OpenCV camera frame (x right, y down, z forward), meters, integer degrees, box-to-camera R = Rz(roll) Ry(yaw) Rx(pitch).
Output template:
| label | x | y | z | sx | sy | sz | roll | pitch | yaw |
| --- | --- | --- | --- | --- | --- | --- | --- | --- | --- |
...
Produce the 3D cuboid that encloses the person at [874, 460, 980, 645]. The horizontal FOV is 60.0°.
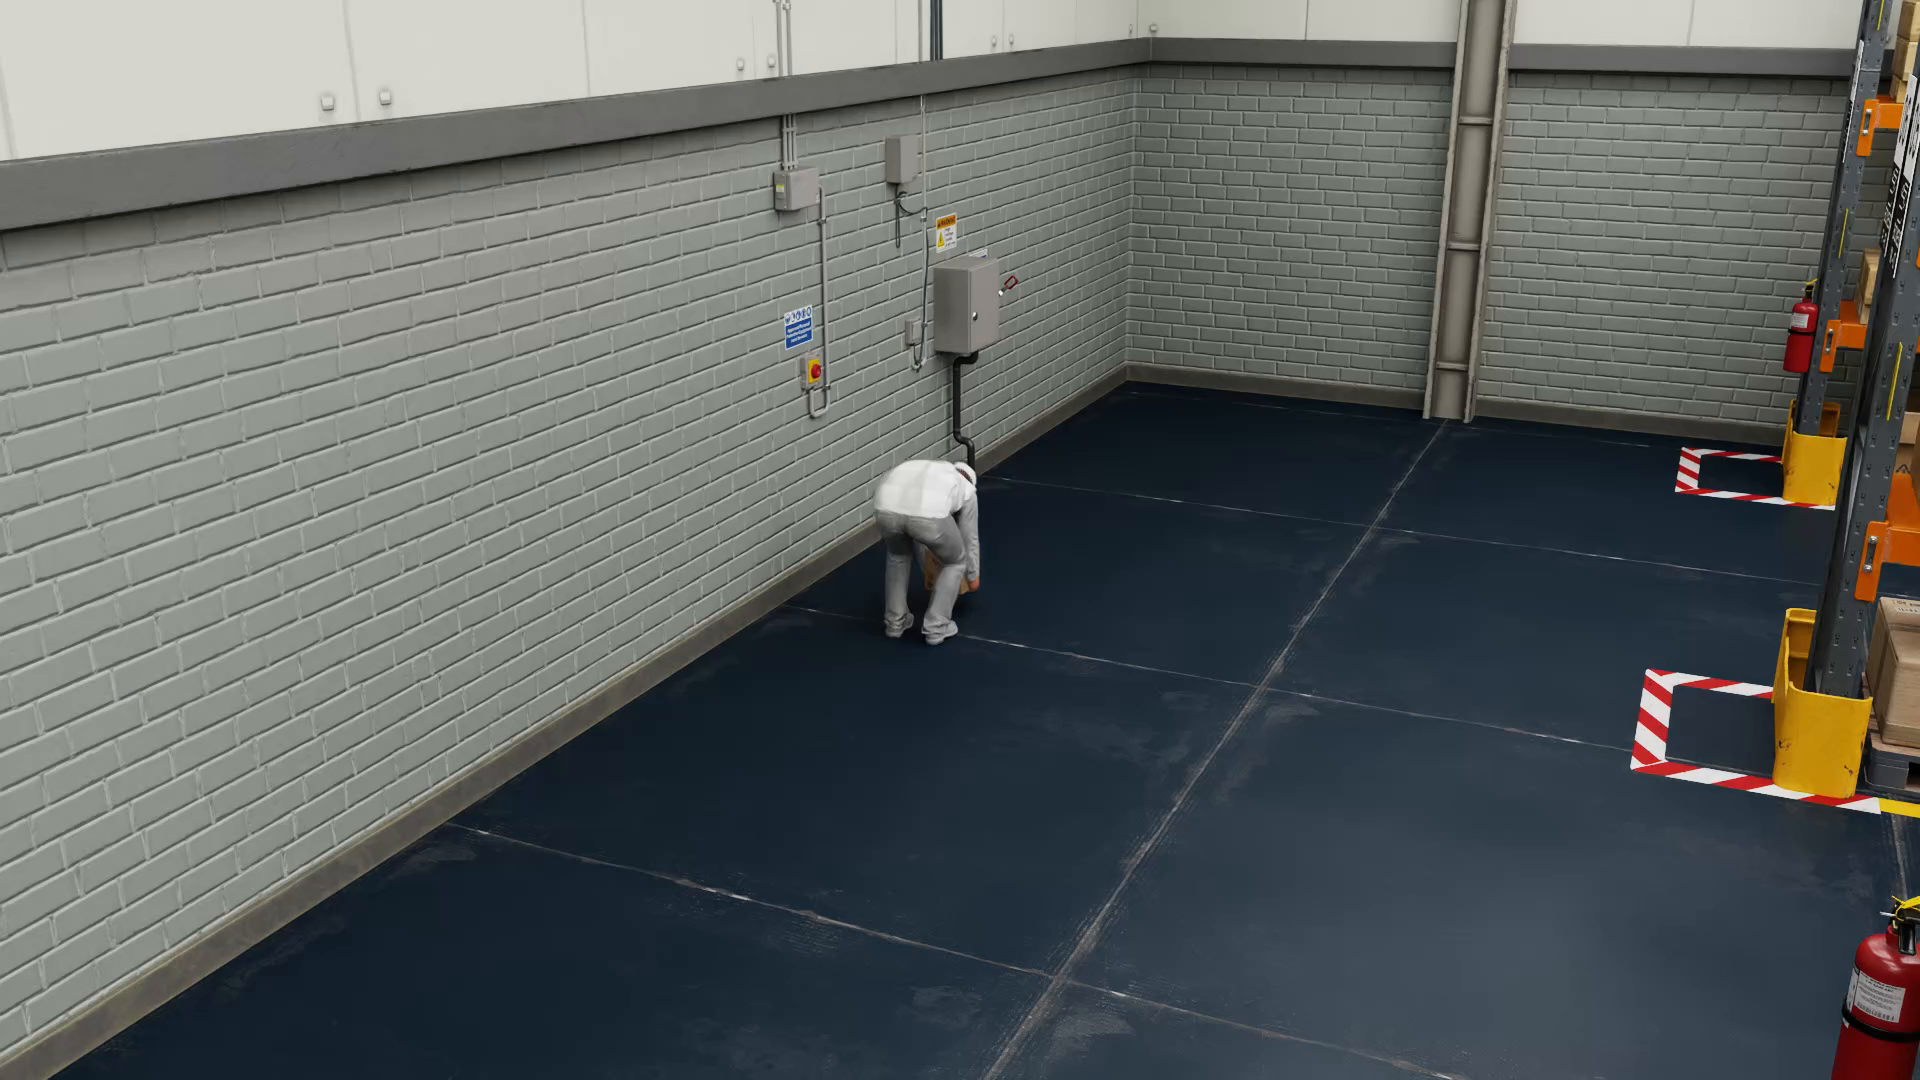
| label | x | y | z | sx | sy | sz | roll | pitch | yaw |
| --- | --- | --- | --- | --- | --- | --- | --- | --- | --- |
| person | -0.154 | -0.011 | 9.683 | 0.495 | 1.041 | 1.005 | 7 | 20 | 20 |
